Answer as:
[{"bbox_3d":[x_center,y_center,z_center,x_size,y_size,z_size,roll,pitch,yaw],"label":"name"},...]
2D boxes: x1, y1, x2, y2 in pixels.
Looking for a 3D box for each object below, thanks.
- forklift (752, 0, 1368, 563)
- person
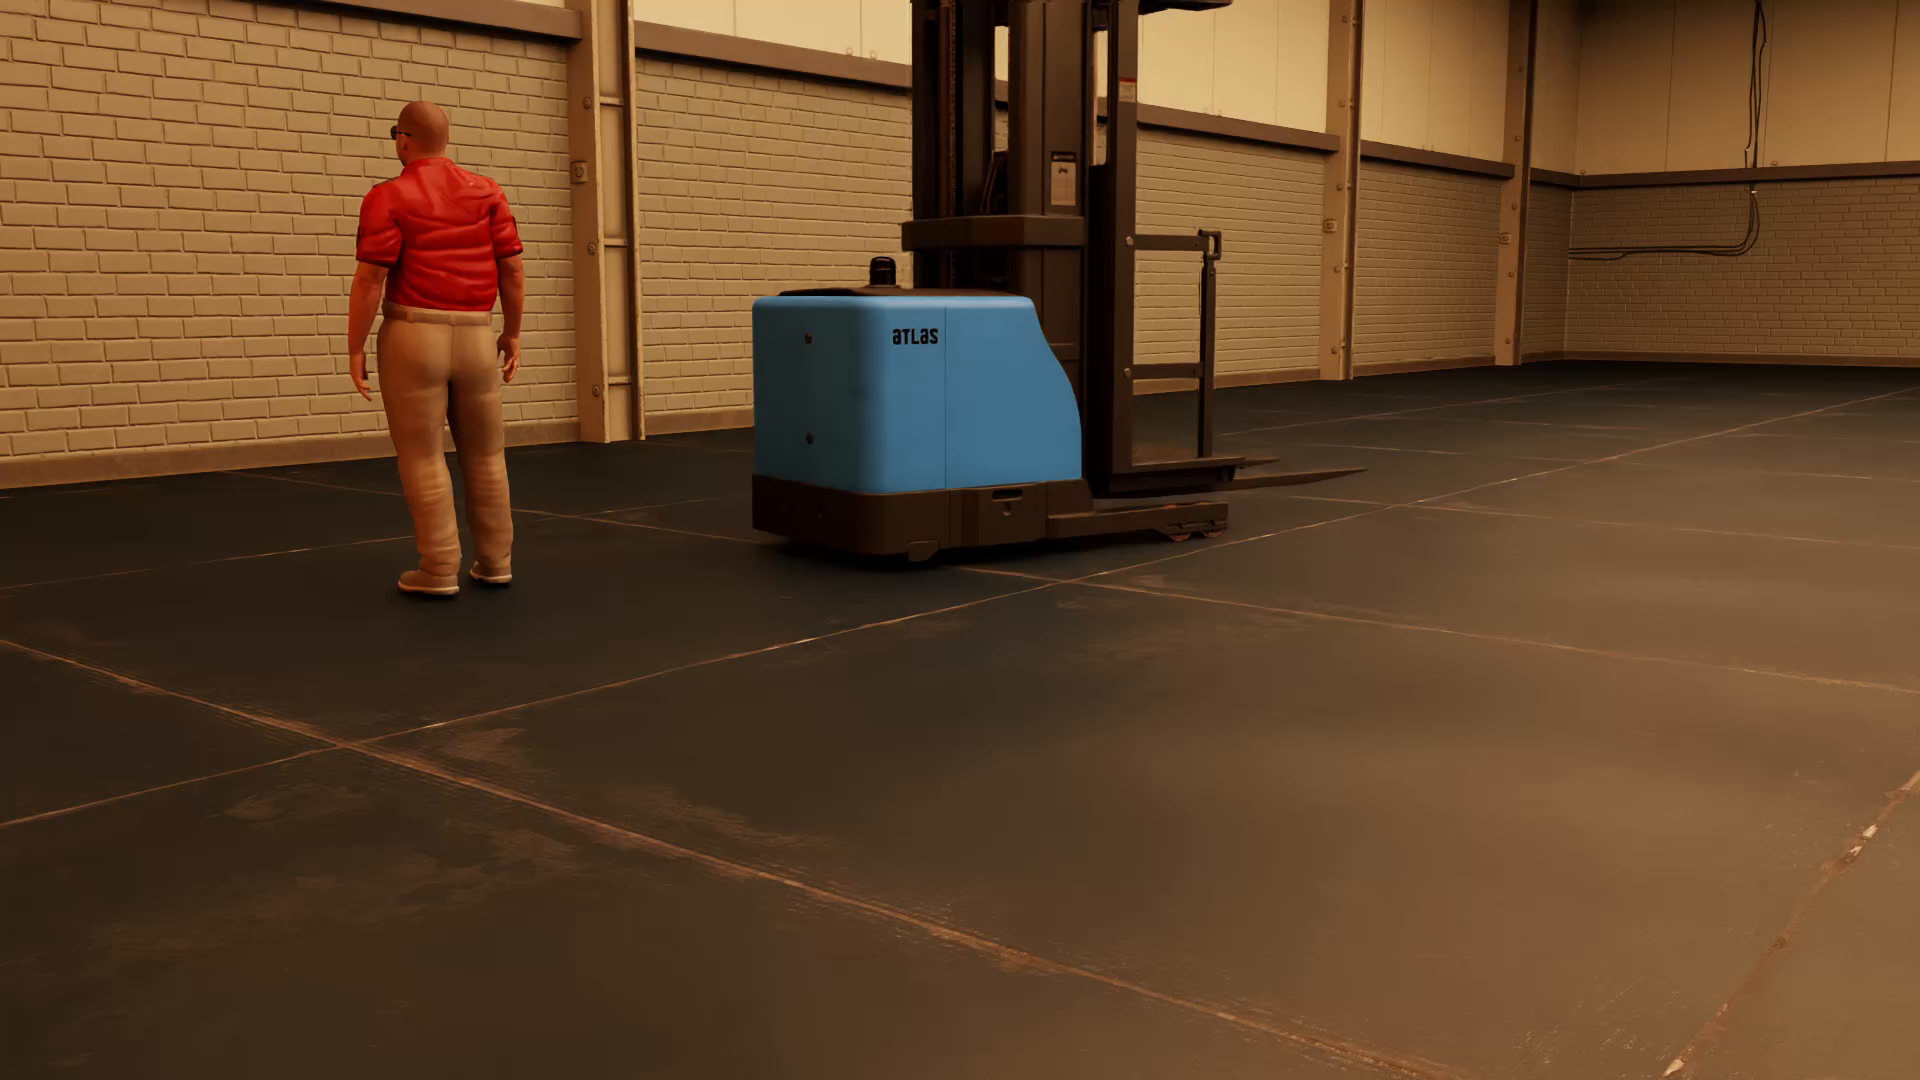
[{"bbox_3d":[0.599,-1.500,7.530,3.031,2.935,1.130,-6,10,-34],"label":"forklift"},{"bbox_3d":[-1.894,-0.668,5.955,0.638,1.727,0.552,-6,11,-37],"label":"person"}]
